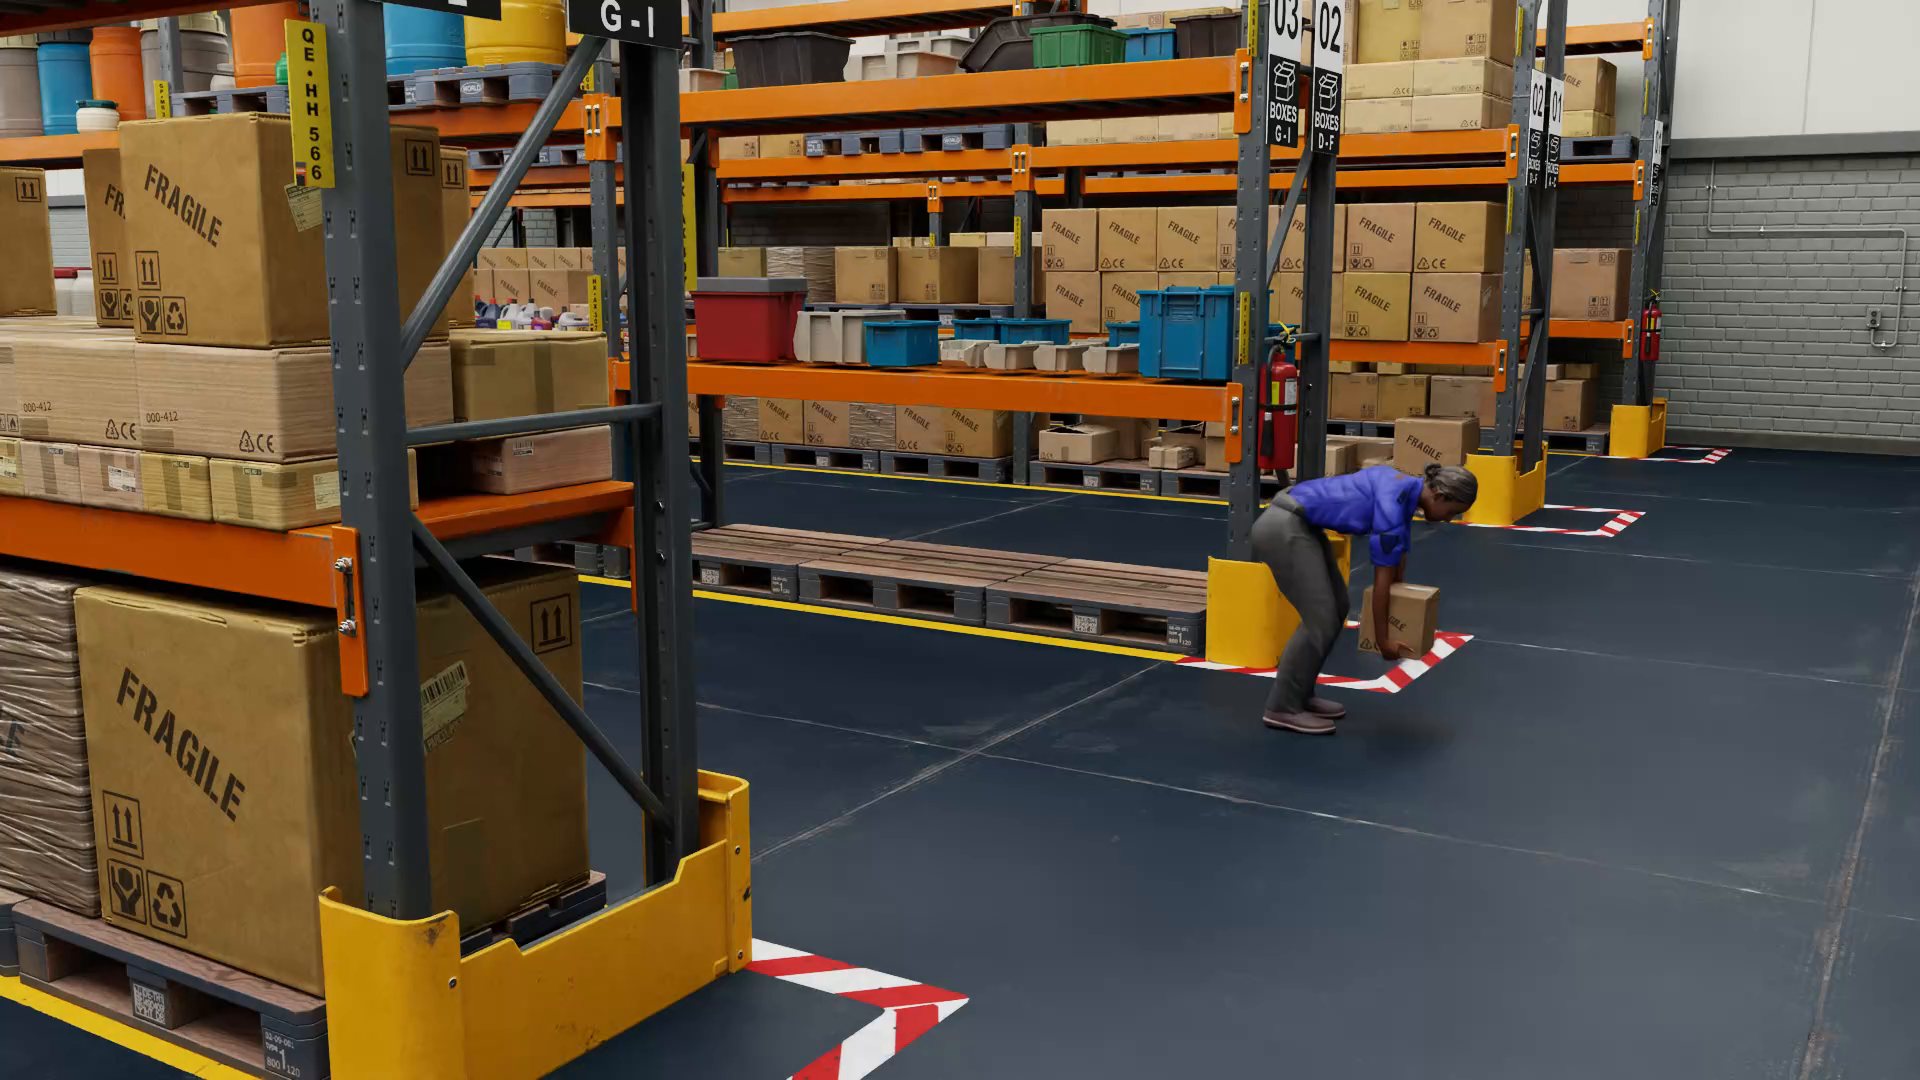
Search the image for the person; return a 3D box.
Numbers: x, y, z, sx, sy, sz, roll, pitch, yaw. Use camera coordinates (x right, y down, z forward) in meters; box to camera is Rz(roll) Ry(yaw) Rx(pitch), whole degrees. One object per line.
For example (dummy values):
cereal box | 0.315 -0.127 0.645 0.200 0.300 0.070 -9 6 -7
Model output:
person | 1.624 0.223 6.742 0.867 1.111 0.422 3 10 19
